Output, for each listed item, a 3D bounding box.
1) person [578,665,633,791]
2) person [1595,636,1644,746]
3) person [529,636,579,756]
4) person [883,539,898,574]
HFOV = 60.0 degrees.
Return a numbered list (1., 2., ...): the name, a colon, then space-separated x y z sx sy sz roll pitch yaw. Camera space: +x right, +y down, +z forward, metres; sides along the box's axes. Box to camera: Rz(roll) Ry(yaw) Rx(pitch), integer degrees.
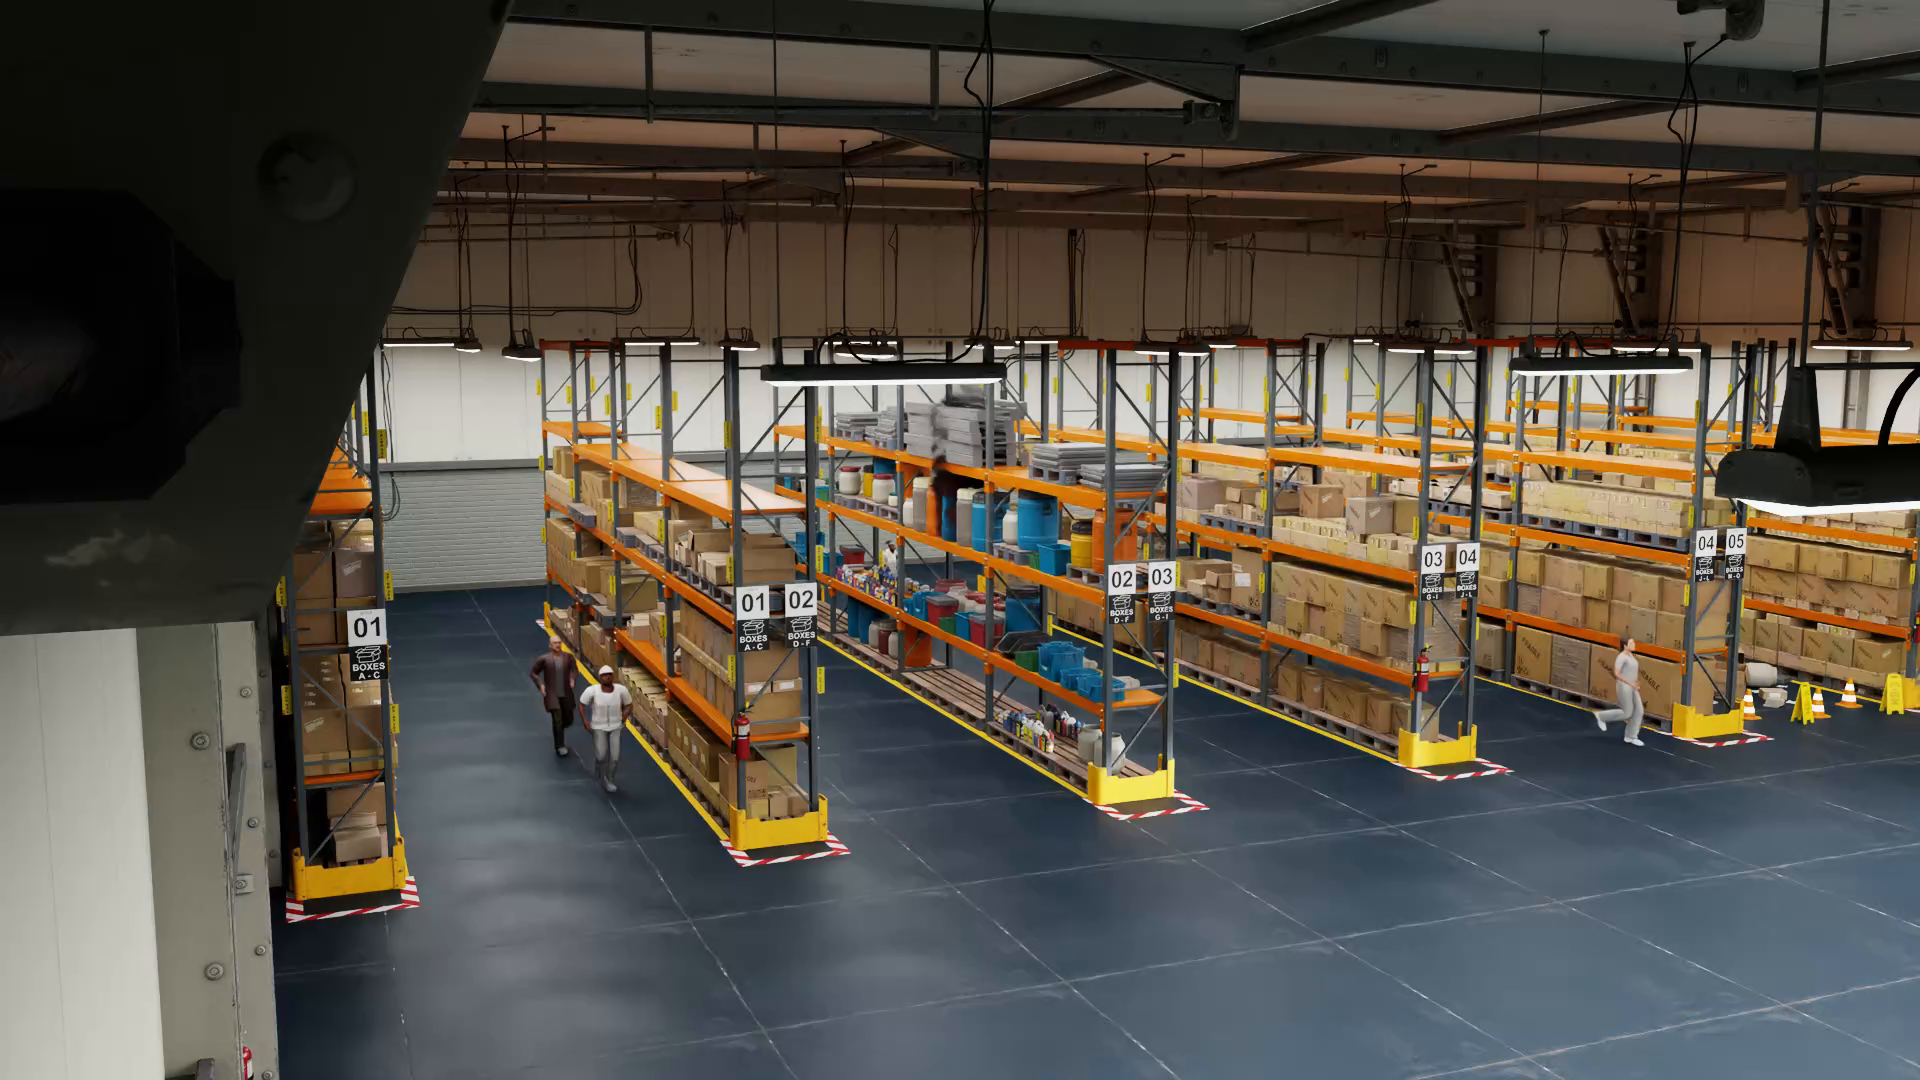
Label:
1. person: -4.788 2.552 22.576 0.730 1.726 0.594 -3 8 -19
2. person: 10.051 2.254 25.225 0.745 1.646 0.577 7 10 43
3. person: -5.975 2.276 24.612 0.715 1.735 0.826 -4 9 -30
4. person: -1.534 0.786 36.463 0.523 1.668 0.725 -6 9 -37
